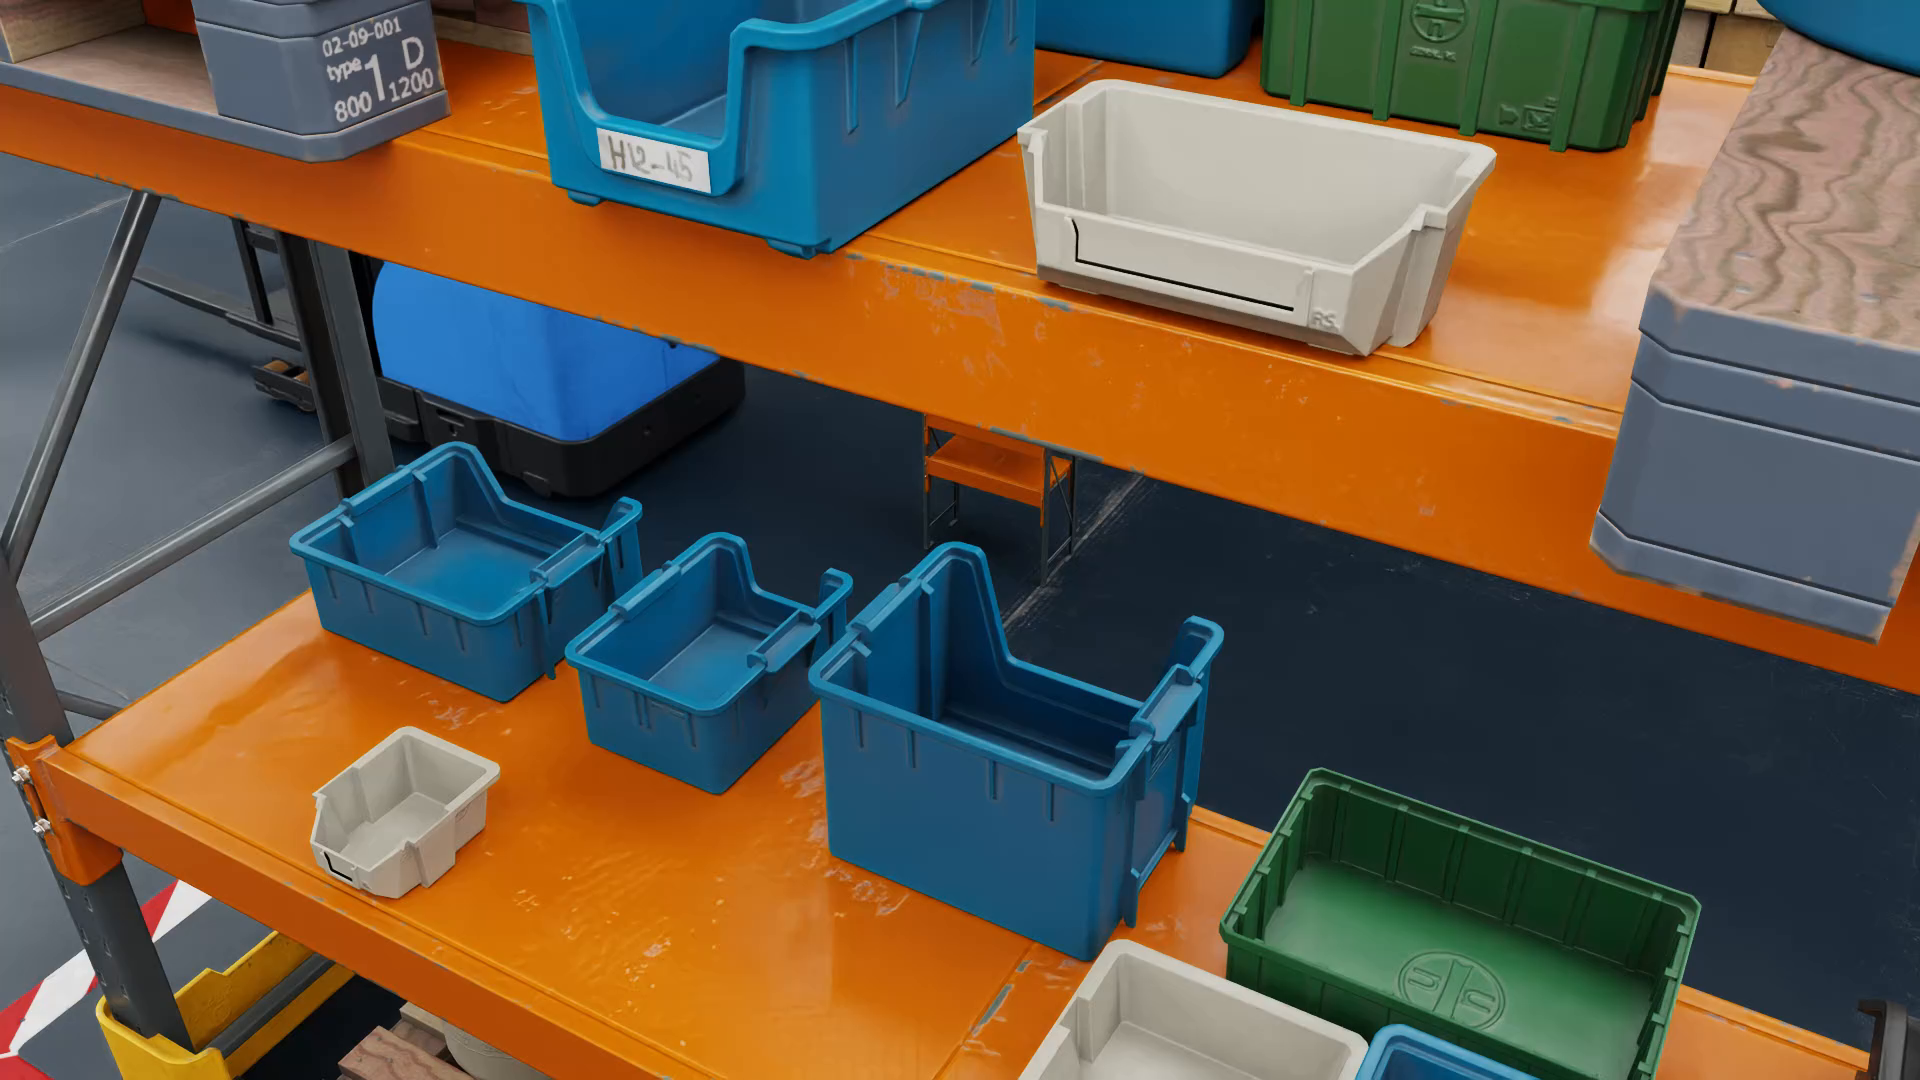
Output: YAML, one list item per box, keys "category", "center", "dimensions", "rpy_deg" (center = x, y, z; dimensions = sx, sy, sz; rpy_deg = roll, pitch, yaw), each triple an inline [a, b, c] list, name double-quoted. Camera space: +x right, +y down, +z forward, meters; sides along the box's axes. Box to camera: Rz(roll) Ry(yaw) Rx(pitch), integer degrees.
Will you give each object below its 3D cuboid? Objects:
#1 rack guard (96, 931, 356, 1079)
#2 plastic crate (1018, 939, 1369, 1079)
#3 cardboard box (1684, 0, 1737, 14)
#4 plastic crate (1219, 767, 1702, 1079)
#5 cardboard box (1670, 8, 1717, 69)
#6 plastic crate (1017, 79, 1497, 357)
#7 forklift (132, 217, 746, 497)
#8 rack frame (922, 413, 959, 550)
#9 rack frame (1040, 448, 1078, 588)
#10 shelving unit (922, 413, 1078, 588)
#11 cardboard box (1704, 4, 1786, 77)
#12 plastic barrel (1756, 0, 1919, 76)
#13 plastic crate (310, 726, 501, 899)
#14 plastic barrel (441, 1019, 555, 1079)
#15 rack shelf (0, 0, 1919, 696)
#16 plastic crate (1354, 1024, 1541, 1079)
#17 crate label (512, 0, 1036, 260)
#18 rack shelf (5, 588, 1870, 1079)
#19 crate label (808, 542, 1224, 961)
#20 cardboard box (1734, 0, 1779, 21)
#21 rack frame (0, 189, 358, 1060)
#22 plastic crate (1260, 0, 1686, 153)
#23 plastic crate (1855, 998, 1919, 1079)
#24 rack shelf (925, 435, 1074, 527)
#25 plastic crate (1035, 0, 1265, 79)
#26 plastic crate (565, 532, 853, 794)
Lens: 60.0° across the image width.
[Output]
- category: "rack guard"
  center: [-1.540, 1.037, 4.242]
  dimensions: [0.348, 0.500, 1.175]
  rpy_deg: [18, 37, 24]
- category: "plastic crate"
  center: [0.308, 0.883, 2.456]
  dimensions: [0.437, 0.136, 0.530]
  rpy_deg: [18, 37, 24]
- category: "cardboard box"
  center: [2.629, -1.990, 5.856]
  dimensions: [0.250, 0.149, 0.380]
  rpy_deg: [19, 38, 26]
- category: "plastic crate"
  center: [0.805, 0.677, 2.718]
  dimensions: [0.662, 0.188, 0.450]
  rpy_deg: [18, 37, 24]
- category: "cardboard box"
  center: [2.576, -1.867, 6.258]
  dimensions: [0.500, 0.500, 0.700]
  rpy_deg: [19, 38, 26]
- category: "plastic crate"
  center: [0.250, -0.288, 1.507]
  dimensions: [0.396, 0.136, 0.243]
  rpy_deg: [18, 37, 24]
- category: "forklift"
  center: [-0.438, -0.963, 4.359]
  dimensions: [8.990, 3.703, 3.137]
  rpy_deg: [19, 38, 26]
- category: "rack frame"
  center: [-0.068, -0.521, 5.950]
  dimensions: [0.015, 1.200, 0.240]
  rpy_deg: [18, 37, 24]
- category: "rack frame"
  center: [0.356, -0.387, 5.748]
  dimensions: [0.015, 1.200, 0.240]
  rpy_deg: [18, 37, 24]
- category: "shelving unit"
  center: [0.144, -0.454, 5.849]
  dimensions: [0.503, 1.200, 0.258]
  rpy_deg: [18, 37, 24]
- category: "cardboard box"
  center: [3.022, -1.727, 6.047]
  dimensions: [0.500, 0.500, 0.700]
  rpy_deg: [18, 38, 25]
- category: "plastic barrel"
  center: [1.033, -0.859, 1.297]
  dimensions: [0.708, 0.901, 0.600]
  rpy_deg: [18, 37, 24]
- category: "plastic crate"
  center: [-1.012, 0.509, 3.018]
  dimensions: [0.250, 0.136, 0.298]
  rpy_deg: [18, 37, 24]
- category: "plastic barrel"
  center: [-1.020, 1.003, 3.904]
  dimensions: [0.421, 0.512, 0.421]
  rpy_deg: [0, 34, 0]
- category: "rack shelf"
  center: [0.107, -0.401, 2.089]
  dimensions: [4.000, 0.370, 1.077]
  rpy_deg: [18, 37, 24]
- category: "plastic crate"
  center: [0.748, 0.986, 2.197]
  dimensions: [0.616, 0.251, 0.499]
  rpy_deg: [18, 37, 24]
- category: "crate label"
  center: [-0.168, -0.515, 1.745]
  dimensions: [0.408, 0.251, 0.502]
  rpy_deg: [18, 37, 24]
- category: "rack shelf"
  center: [0.107, 0.847, 2.920]
  dimensions: [4.000, 0.370, 1.077]
  rpy_deg: [18, 37, 24]
- category: "crate label"
  center: [0.103, 0.359, 2.972]
  dimensions: [0.616, 0.435, 0.502]
  rpy_deg: [18, 37, 24]
- category: "cardboard box"
  center: [4.945, -1.866, 4.487]
  dimensions: [4.934, 1.460, 0.703]
  rpy_deg: [19, 38, 26]
- category: "rack frame"
  center: [-1.631, -0.001, 3.545]
  dimensions: [0.053, 2.616, 0.949]
  rpy_deg: [18, 37, 24]
- category: "plastic crate"
  center: [0.609, -0.627, 1.971]
  dimensions: [0.450, 0.188, 0.336]
  rpy_deg: [18, 37, 24]
- category: "plastic crate"
  center: [1.452, 0.919, 2.220]
  dimensions: [0.504, 0.338, 0.767]
  rpy_deg: [18, 37, 24]
- category: "rack shelf"
  center: [0.144, -0.233, 5.996]
  dimensions: [0.480, 0.148, 0.258]
  rpy_deg: [18, 37, 24]
- category: "plastic crate"
  center: [0.176, -0.864, 2.150]
  dimensions: [0.575, 0.384, 0.392]
  rpy_deg: [18, 37, 24]
- category: "plastic crate"
  center: [-0.485, 0.235, 3.325]
  dimensions: [0.408, 0.251, 0.499]
  rpy_deg: [18, 37, 24]
